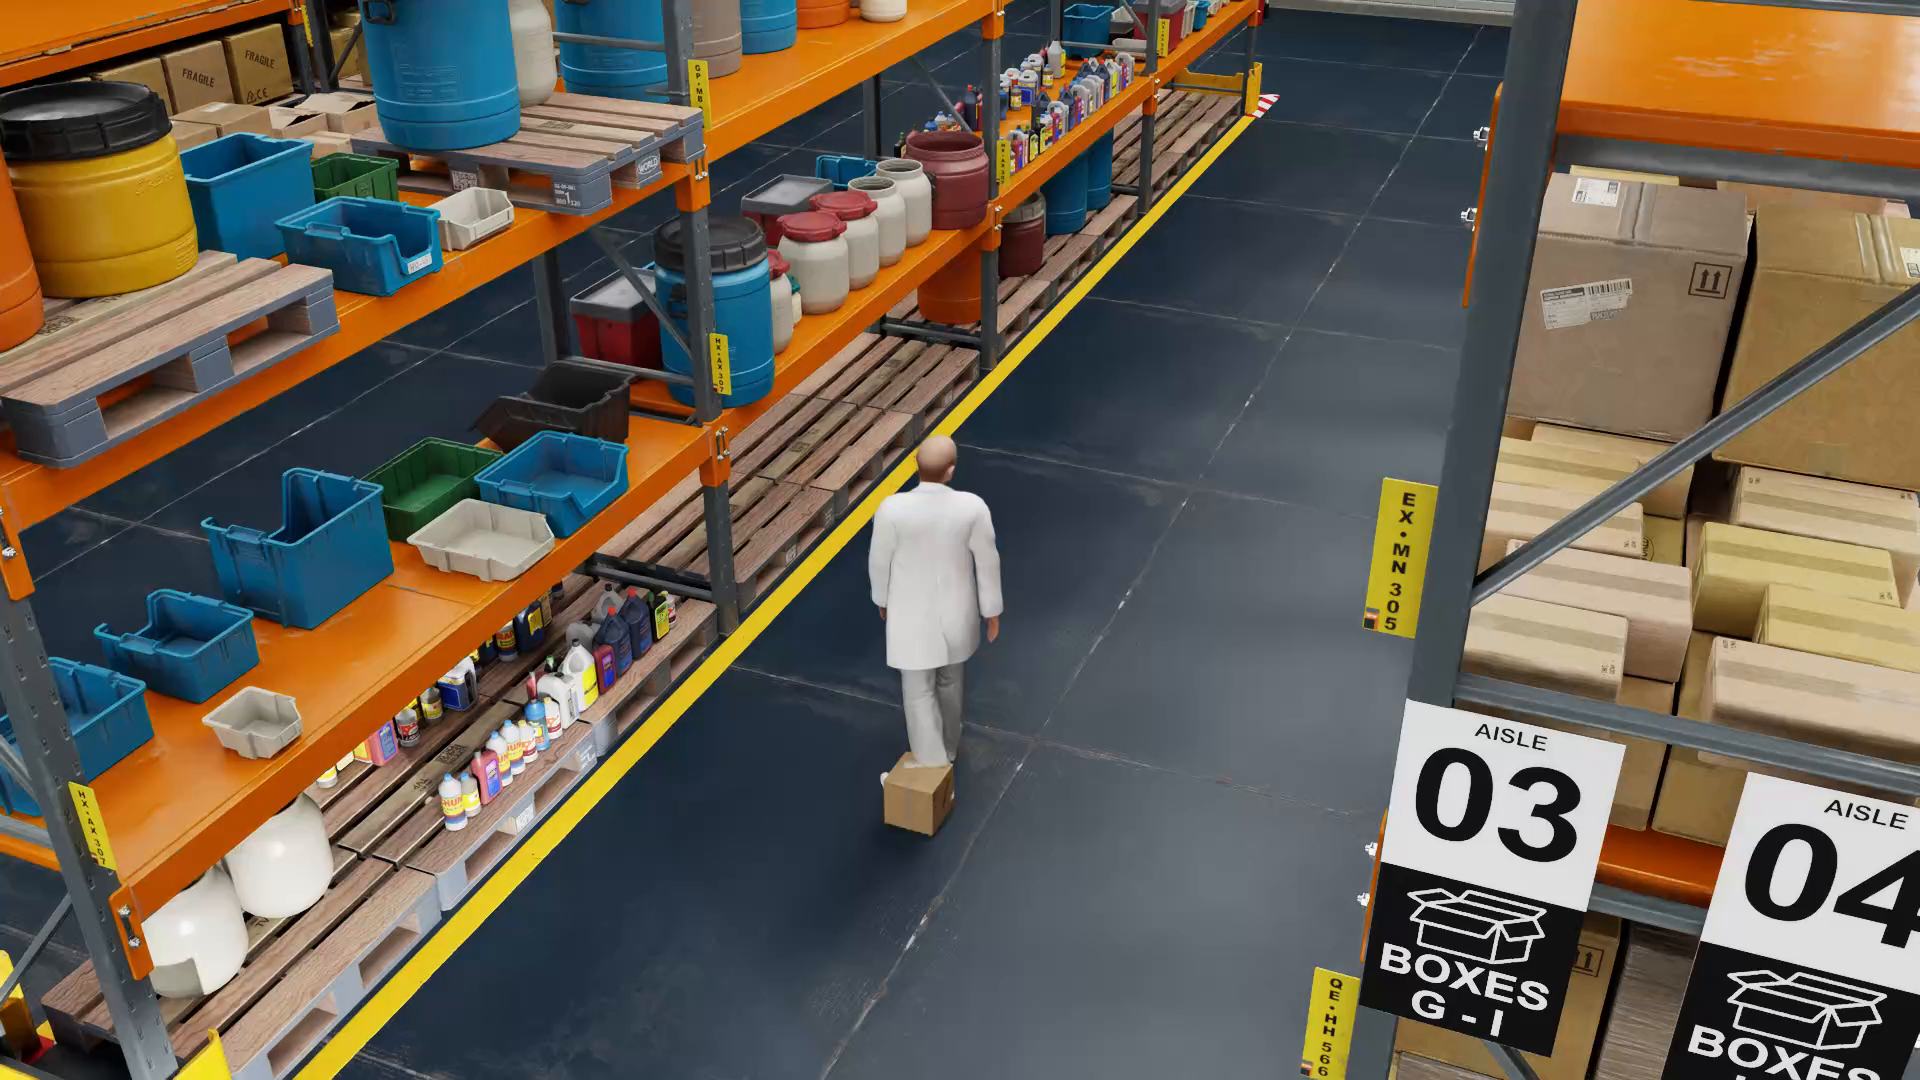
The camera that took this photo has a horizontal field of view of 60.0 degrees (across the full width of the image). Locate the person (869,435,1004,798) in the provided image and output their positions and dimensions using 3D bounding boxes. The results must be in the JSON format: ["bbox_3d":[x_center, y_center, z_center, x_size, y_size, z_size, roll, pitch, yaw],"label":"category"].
[{"bbox_3d":[-0.112,0.341,7.799,0.620,1.775,0.714,-7,30,-12],"label":"person"}]
